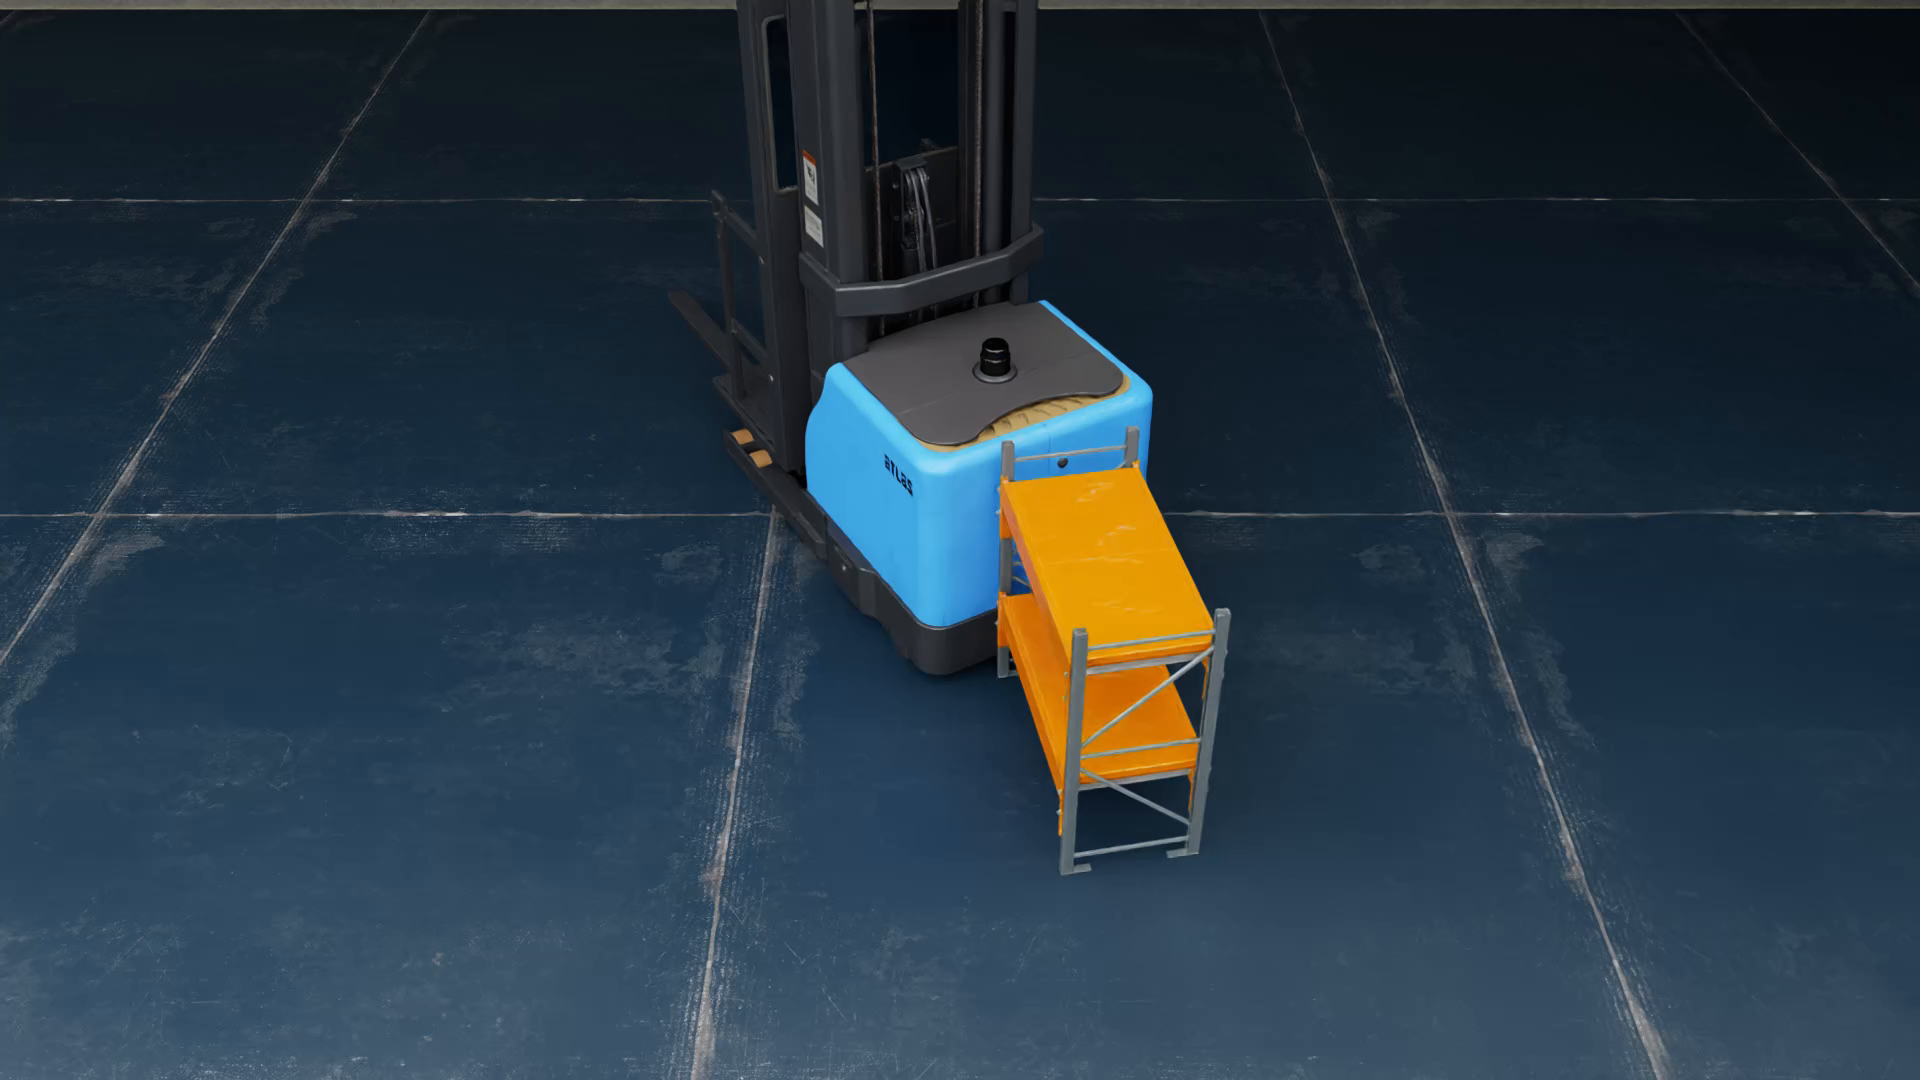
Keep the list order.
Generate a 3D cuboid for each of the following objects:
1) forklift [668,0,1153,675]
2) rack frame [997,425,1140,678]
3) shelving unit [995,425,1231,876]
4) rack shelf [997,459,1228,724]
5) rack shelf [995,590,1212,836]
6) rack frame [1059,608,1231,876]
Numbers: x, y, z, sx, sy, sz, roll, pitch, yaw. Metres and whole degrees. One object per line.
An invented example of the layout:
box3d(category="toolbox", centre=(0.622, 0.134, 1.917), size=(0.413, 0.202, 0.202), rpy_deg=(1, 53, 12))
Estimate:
box3d(category="forklift", centre=(-0.432, -1.518, 6.800), size=(1.130, 2.935, 3.031), rpy_deg=(-20, 43, -23))
box3d(category="rack frame", centre=(0.394, 0.067, 6.267), size=(0.500, 1.125, 0.032), rpy_deg=(-7, 39, -9))
box3d(category="shelving unit", centre=(0.494, 0.379, 5.878), size=(0.538, 1.125, 1.048), rpy_deg=(-7, 39, -9))
box3d(category="rack shelf", centre=(0.494, 0.151, 5.695), size=(0.538, 0.278, 1.000), rpy_deg=(-7, 39, -9))
box3d(category="rack shelf", centre=(0.494, 0.570, 6.031), size=(0.538, 0.278, 1.000), rpy_deg=(-7, 39, -9))
box3d(category="rack frame", centre=(0.594, 0.691, 5.489), size=(0.500, 1.125, 0.032), rpy_deg=(-7, 39, -9))
